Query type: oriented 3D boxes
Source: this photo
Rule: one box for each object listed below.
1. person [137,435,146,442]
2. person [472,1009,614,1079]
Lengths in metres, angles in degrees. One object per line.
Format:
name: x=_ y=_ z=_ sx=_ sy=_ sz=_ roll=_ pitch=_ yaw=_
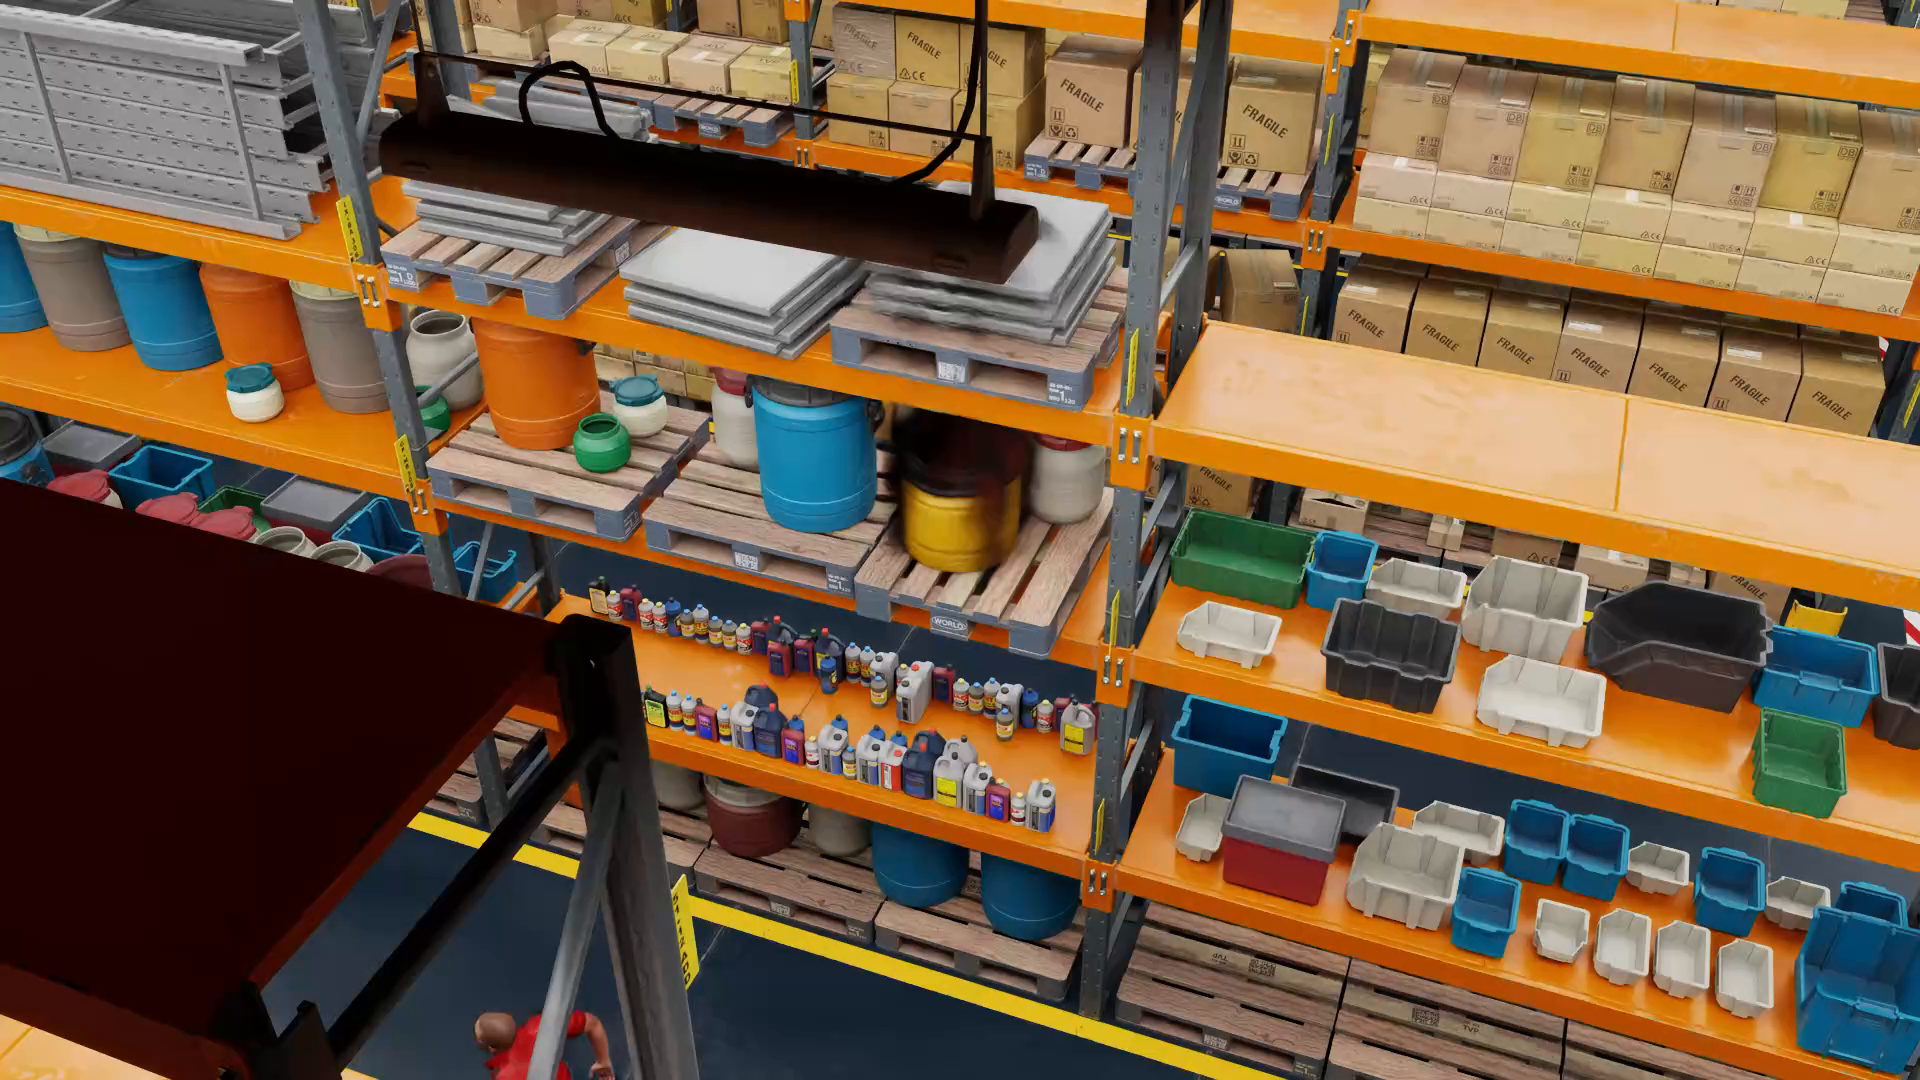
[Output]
person: x=-6.921 y=-1.649 z=14.164 sx=0.980 sy=1.732 sz=0.722 roll=-4 pitch=37 yaw=-5
person: x=-2.063 y=2.860 z=8.151 sx=0.719 sy=1.654 sz=0.628 roll=2 pitch=37 yaw=2
